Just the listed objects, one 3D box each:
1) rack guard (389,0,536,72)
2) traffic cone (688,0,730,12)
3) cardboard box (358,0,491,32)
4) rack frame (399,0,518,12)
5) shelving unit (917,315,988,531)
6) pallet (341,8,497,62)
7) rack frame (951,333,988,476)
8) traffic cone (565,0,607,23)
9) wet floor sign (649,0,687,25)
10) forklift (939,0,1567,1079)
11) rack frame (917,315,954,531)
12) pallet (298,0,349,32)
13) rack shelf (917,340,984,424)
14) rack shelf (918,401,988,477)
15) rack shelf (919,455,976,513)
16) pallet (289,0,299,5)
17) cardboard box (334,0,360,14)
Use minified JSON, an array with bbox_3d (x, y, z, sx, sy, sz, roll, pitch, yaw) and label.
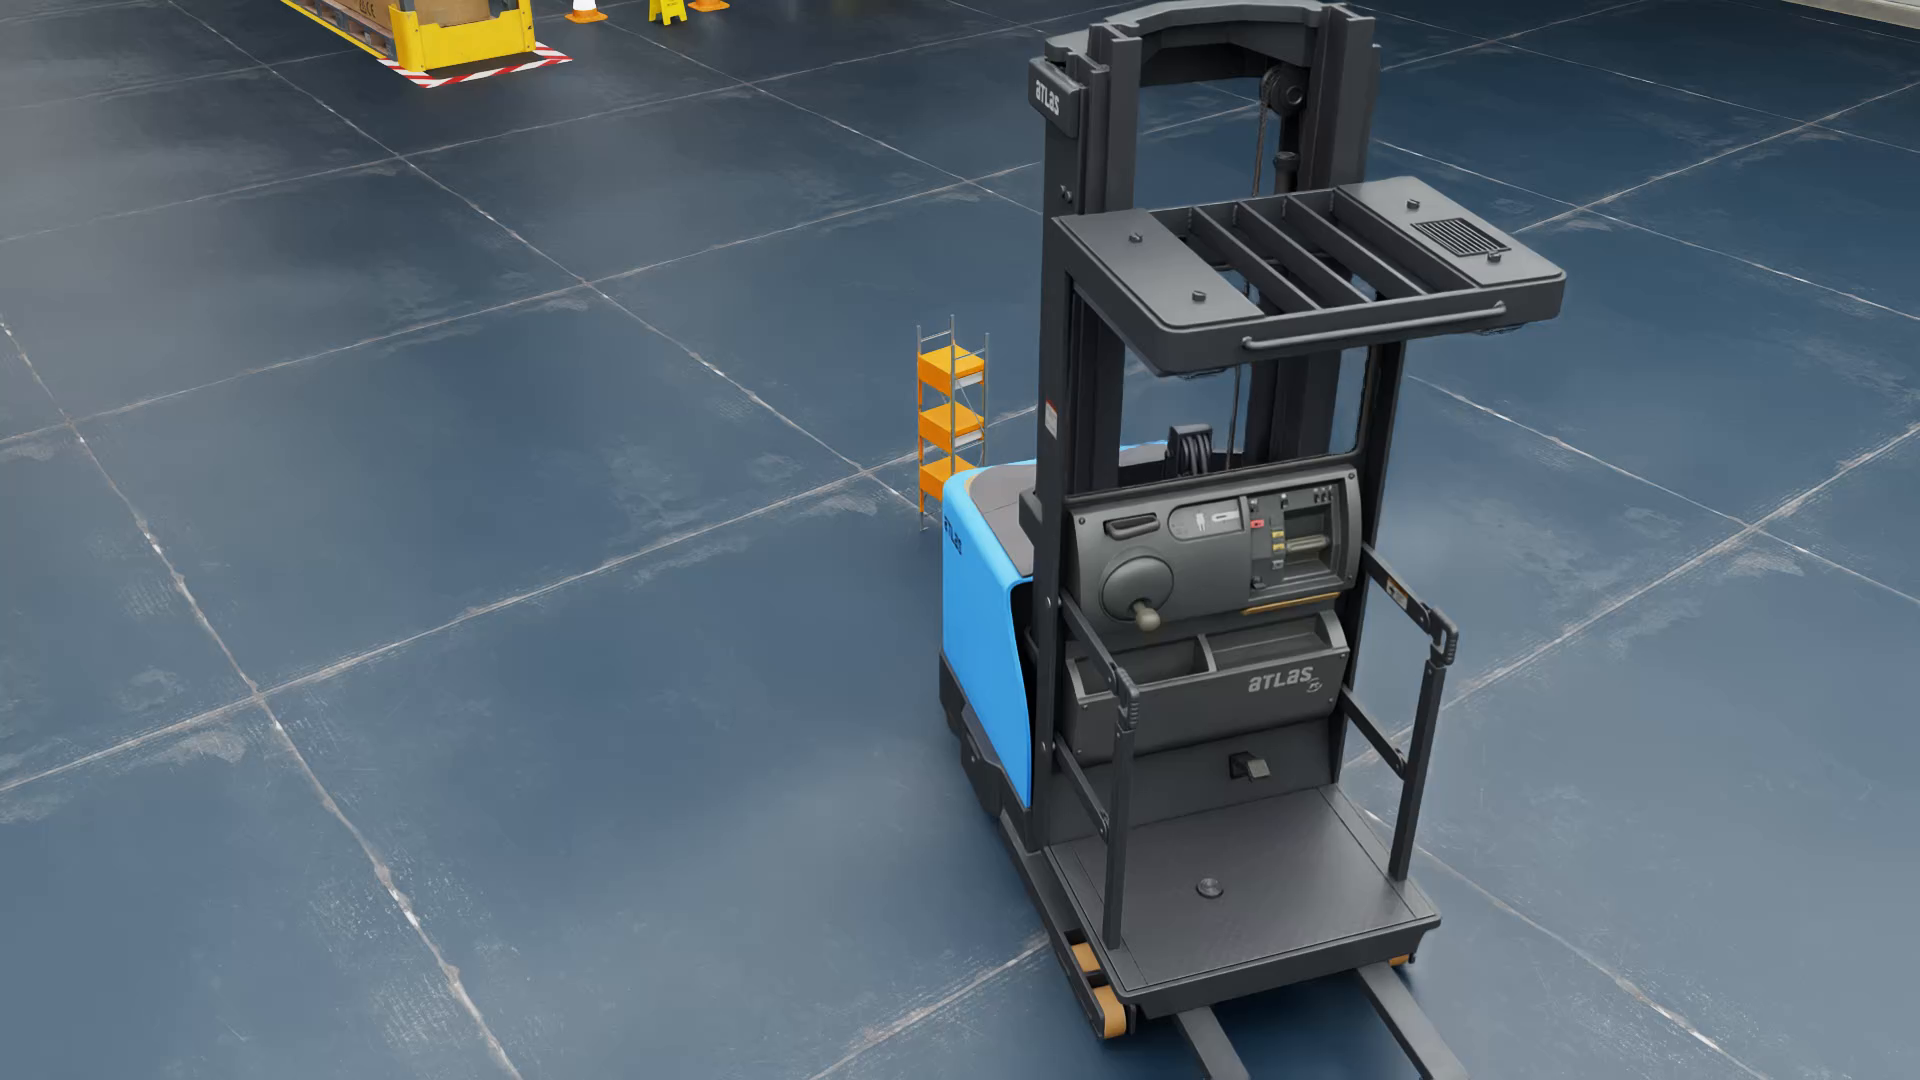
[{"bbox_3d":[-4.305,-4.446,14.434,1.175,0.500,0.348,-22,38,-31],"label":"rack guard"},{"bbox_3d":[-2.422,-5.345,15.917,0.336,0.463,0.334,-22,38,-31],"label":"traffic cone"},{"bbox_3d":[-4.788,-5.055,14.661,0.875,0.875,0.875,-22,38,-31],"label":"cardboard box"},{"bbox_3d":[-4.320,-5.518,13.791,1.000,3.000,0.127,-22,38,-31],"label":"rack frame"},{"bbox_3d":[-0.033,-0.468,7.509,0.215,1.050,0.252,-22,38,-31],"label":"shelving unit"},{"bbox_3d":[-4.872,-4.641,15.023,1.003,0.211,1.213,-22,38,-31],"label":"pallet"},{"bbox_3d":[0.042,-0.417,7.427,0.200,1.050,0.008,-22,38,-31],"label":"rack frame"},{"bbox_3d":[-3.523,-5.121,15.556,0.336,0.463,0.334,-22,38,-31],"label":"traffic cone"},{"bbox_3d":[-2.738,-5.146,15.424,0.232,0.644,0.267,26,40,35],"label":"wet floor sign"},{"bbox_3d":[0.850,0.082,4.839,1.130,2.935,3.031,-9,33,-15],"label":"forklift"},{"bbox_3d":[-0.108,-0.519,7.591,0.200,1.050,0.008,-22,38,-31],"label":"rack frame"},{"bbox_3d":[-5.616,-5.149,15.841,1.003,0.211,1.213,-22,38,-31],"label":"pallet"},{"bbox_3d":[-0.033,-0.700,7.365,0.215,0.259,0.240,-22,38,-31],"label":"rack shelf"},{"bbox_3d":[-0.033,-0.459,7.515,0.215,0.259,0.240,-22,38,-31],"label":"rack shelf"},{"bbox_3d":[-0.033,-0.223,7.661,0.215,0.259,0.240,-22,38,-31],"label":"rack shelf"},{"bbox_3d":[-6.368,-5.658,16.660,1.003,0.211,1.213,-22,38,-31],"label":"pallet"},{"bbox_3d":[-5.329,-5.421,15.251,0.875,0.875,0.875,-23,39,-32],"label":"cardboard box"}]
